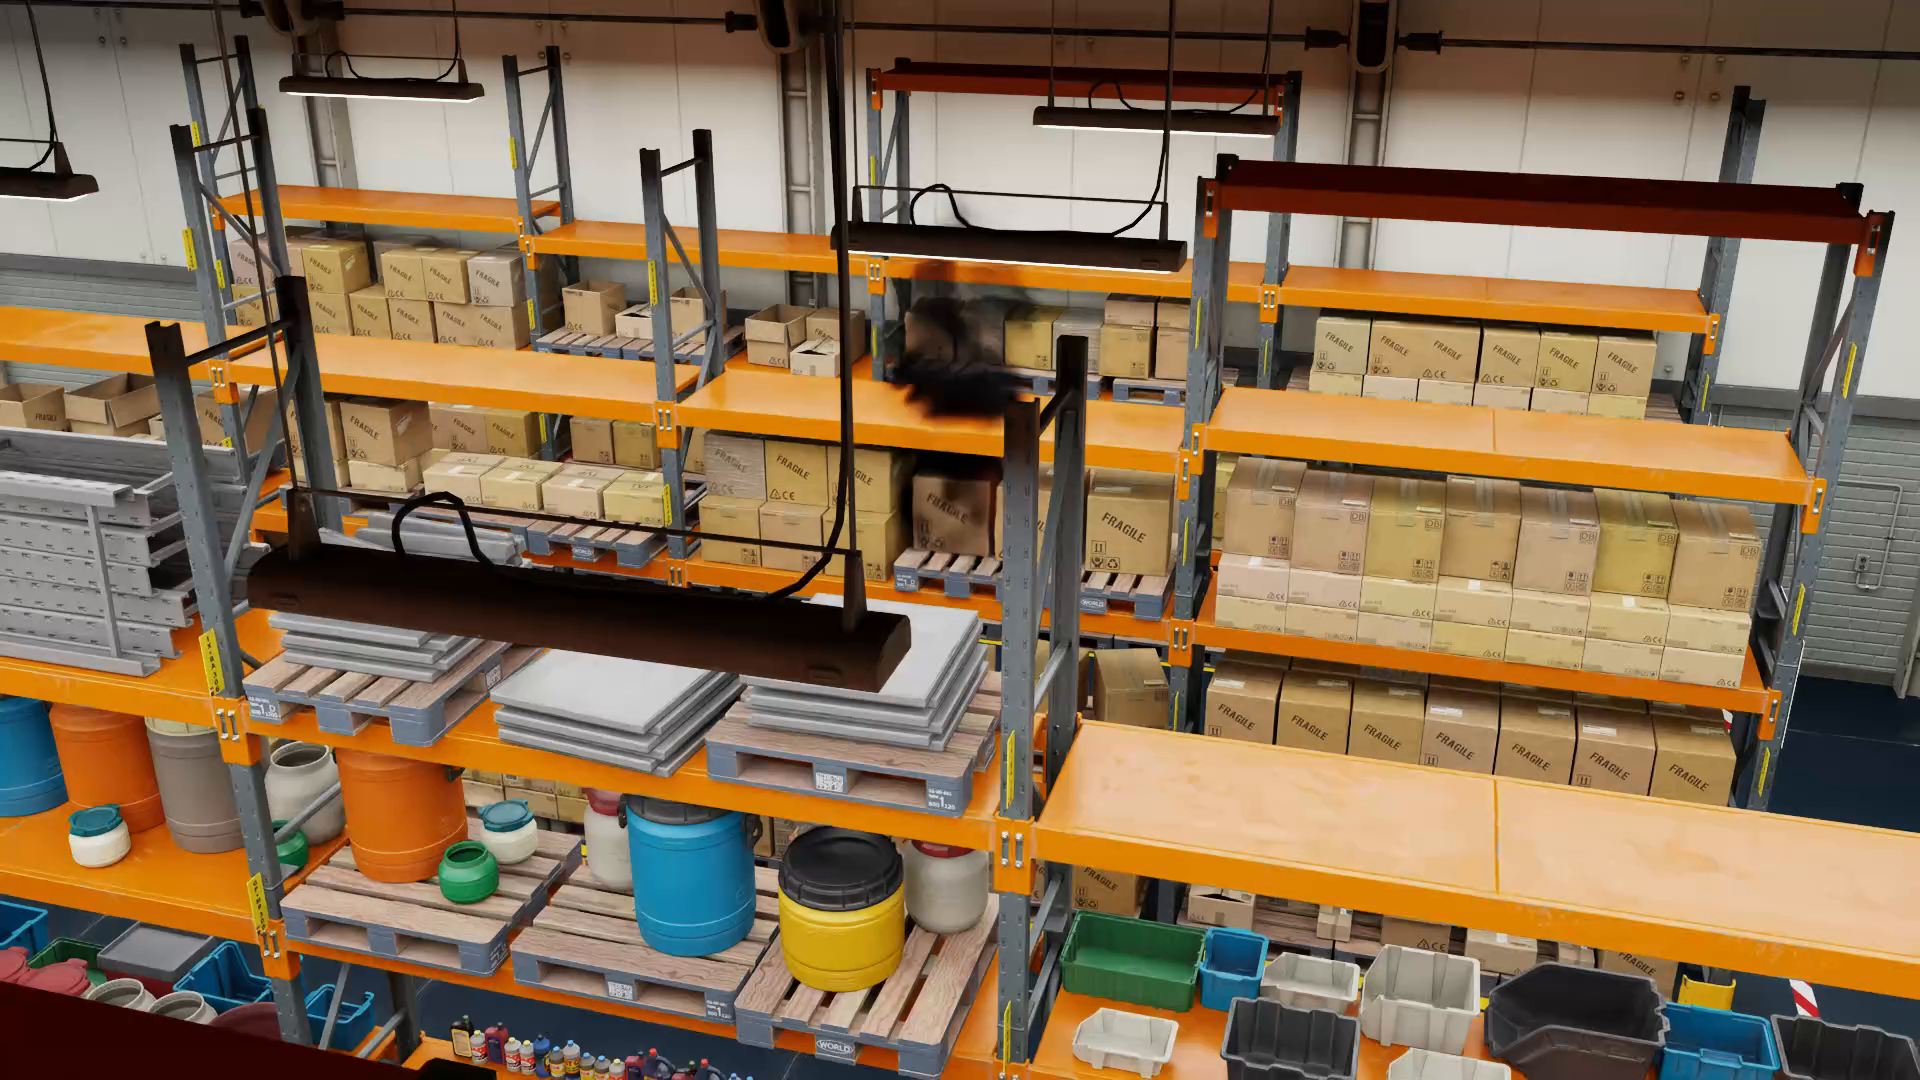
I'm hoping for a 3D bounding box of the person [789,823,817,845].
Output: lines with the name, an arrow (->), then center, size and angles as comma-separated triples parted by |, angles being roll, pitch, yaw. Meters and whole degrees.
person -> -1.067, 2.665, 11.531 | 0.591, 1.625, 0.611 | 3, 23, 6
